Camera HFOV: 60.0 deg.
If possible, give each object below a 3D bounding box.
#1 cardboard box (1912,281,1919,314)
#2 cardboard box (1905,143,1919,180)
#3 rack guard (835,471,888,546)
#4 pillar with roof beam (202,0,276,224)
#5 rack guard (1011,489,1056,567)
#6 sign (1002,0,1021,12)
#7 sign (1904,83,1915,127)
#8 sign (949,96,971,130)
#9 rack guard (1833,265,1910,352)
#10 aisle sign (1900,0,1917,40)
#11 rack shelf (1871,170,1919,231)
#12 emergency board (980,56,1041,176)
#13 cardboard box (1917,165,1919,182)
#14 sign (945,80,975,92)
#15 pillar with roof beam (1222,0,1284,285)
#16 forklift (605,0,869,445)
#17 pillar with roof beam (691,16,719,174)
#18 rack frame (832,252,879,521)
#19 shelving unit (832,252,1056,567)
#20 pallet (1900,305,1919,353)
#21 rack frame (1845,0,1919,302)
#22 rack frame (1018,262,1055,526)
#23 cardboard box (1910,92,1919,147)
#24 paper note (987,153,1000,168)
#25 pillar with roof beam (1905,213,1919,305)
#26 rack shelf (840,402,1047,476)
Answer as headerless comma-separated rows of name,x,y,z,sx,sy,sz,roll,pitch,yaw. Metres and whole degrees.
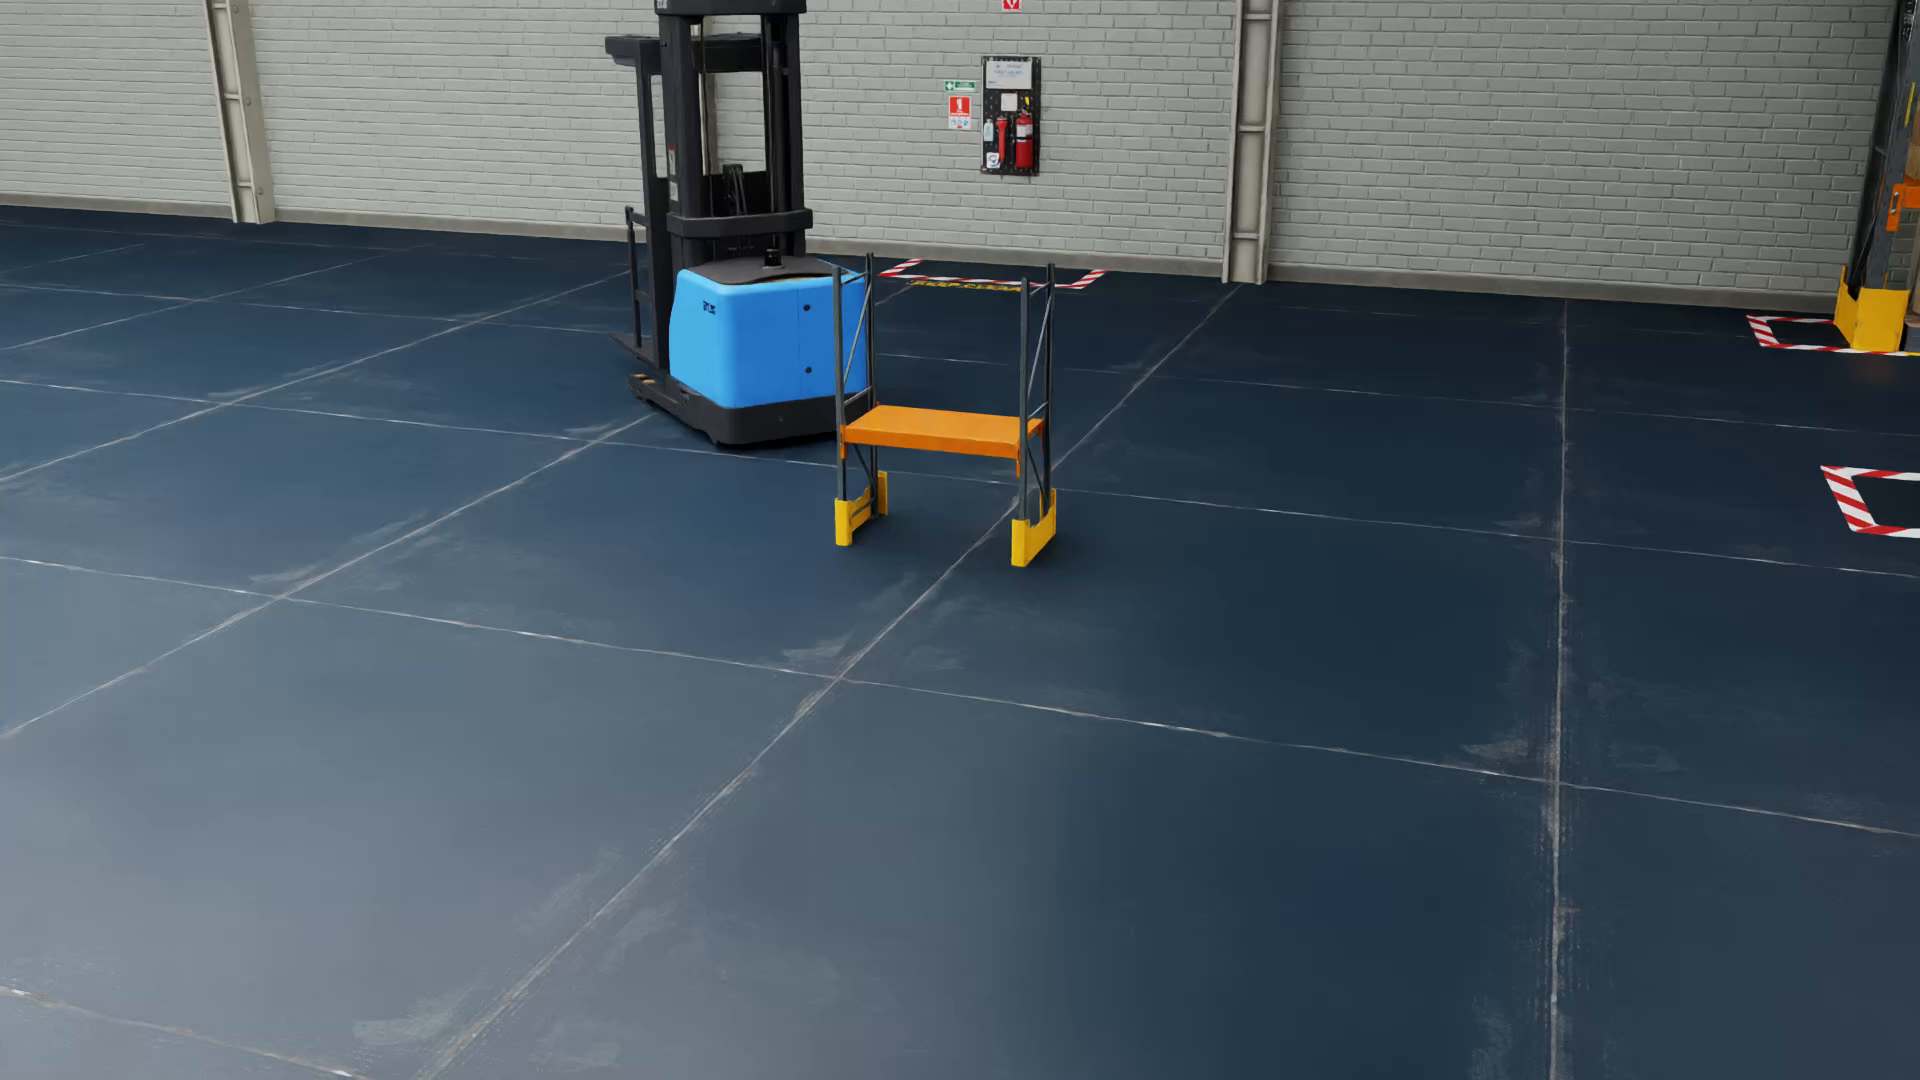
cardboard box,8.154,-1.967,13.579,0.500,0.311,0.500,4,20,12
cardboard box,8.035,-3.080,13.553,0.500,0.250,0.500,7,20,19
rack guard,-0.542,-0.180,9.213,0.087,0.250,0.587,7,20,18
pillar with roof beam,-9.941,-6.764,14.809,0.400,9.000,9.100,7,20,18
rack guard,0.398,-0.072,8.904,0.087,0.250,0.587,7,20,18
sign,0.511,-5.379,16.427,0.199,0.298,0.001,7,20,18
sign,7.352,-3.372,12.877,0.005,0.325,0.100,7,20,18
sign,-0.003,-4.361,16.975,0.234,0.329,0.001,7,20,18
rack guard,7.602,-1.943,13.892,0.348,0.500,1.175,7,20,18
aisle sign,7.364,-4.274,12.830,0.004,0.787,0.394,7,20,18
rack shelf,9.420,-2.576,13.002,4.000,0.370,1.077,7,20,18
emergency board,0.486,-4.252,16.717,0.643,1.169,0.194,7,20,18
cardboard box,7.887,-2.919,13.091,0.500,0.250,0.500,6,20,16
sign,-0.001,-4.608,16.878,0.331,0.109,0.001,7,20,18
pillar with roof beam,1.395,-5.468,11.090,0.400,9.000,9.100,7,20,18
forklift,-1.751,-2.431,11.597,1.130,2.935,3.031,-10,22,-27
pillar with roof beam,-4.273,-6.116,12.949,0.400,9.000,9.100,7,20,18
rack frame,-0.561,-0.772,9.013,0.032,1.500,0.500,7,20,18
shelving unit,-0.072,-0.716,8.853,1.083,1.500,0.587,7,20,18
pallet,8.358,-1.708,13.656,1.213,0.211,1.003,7,20,18
rack frame,7.530,-3.132,13.504,0.127,3.000,1.000,7,20,18
rack frame,0.400,-0.663,8.698,0.032,1.500,0.500,7,20,18
cardboard box,8.045,-3.440,13.445,0.500,0.500,0.500,6,20,17
paper note,0.341,-3.877,16.979,0.142,0.148,0.016,7,20,18
pillar with roof beam,7.063,-4.819,9.231,0.400,9.000,9.100,7,20,18
rack shelf,-0.081,-0.548,8.915,1.000,0.185,0.538,7,20,18
